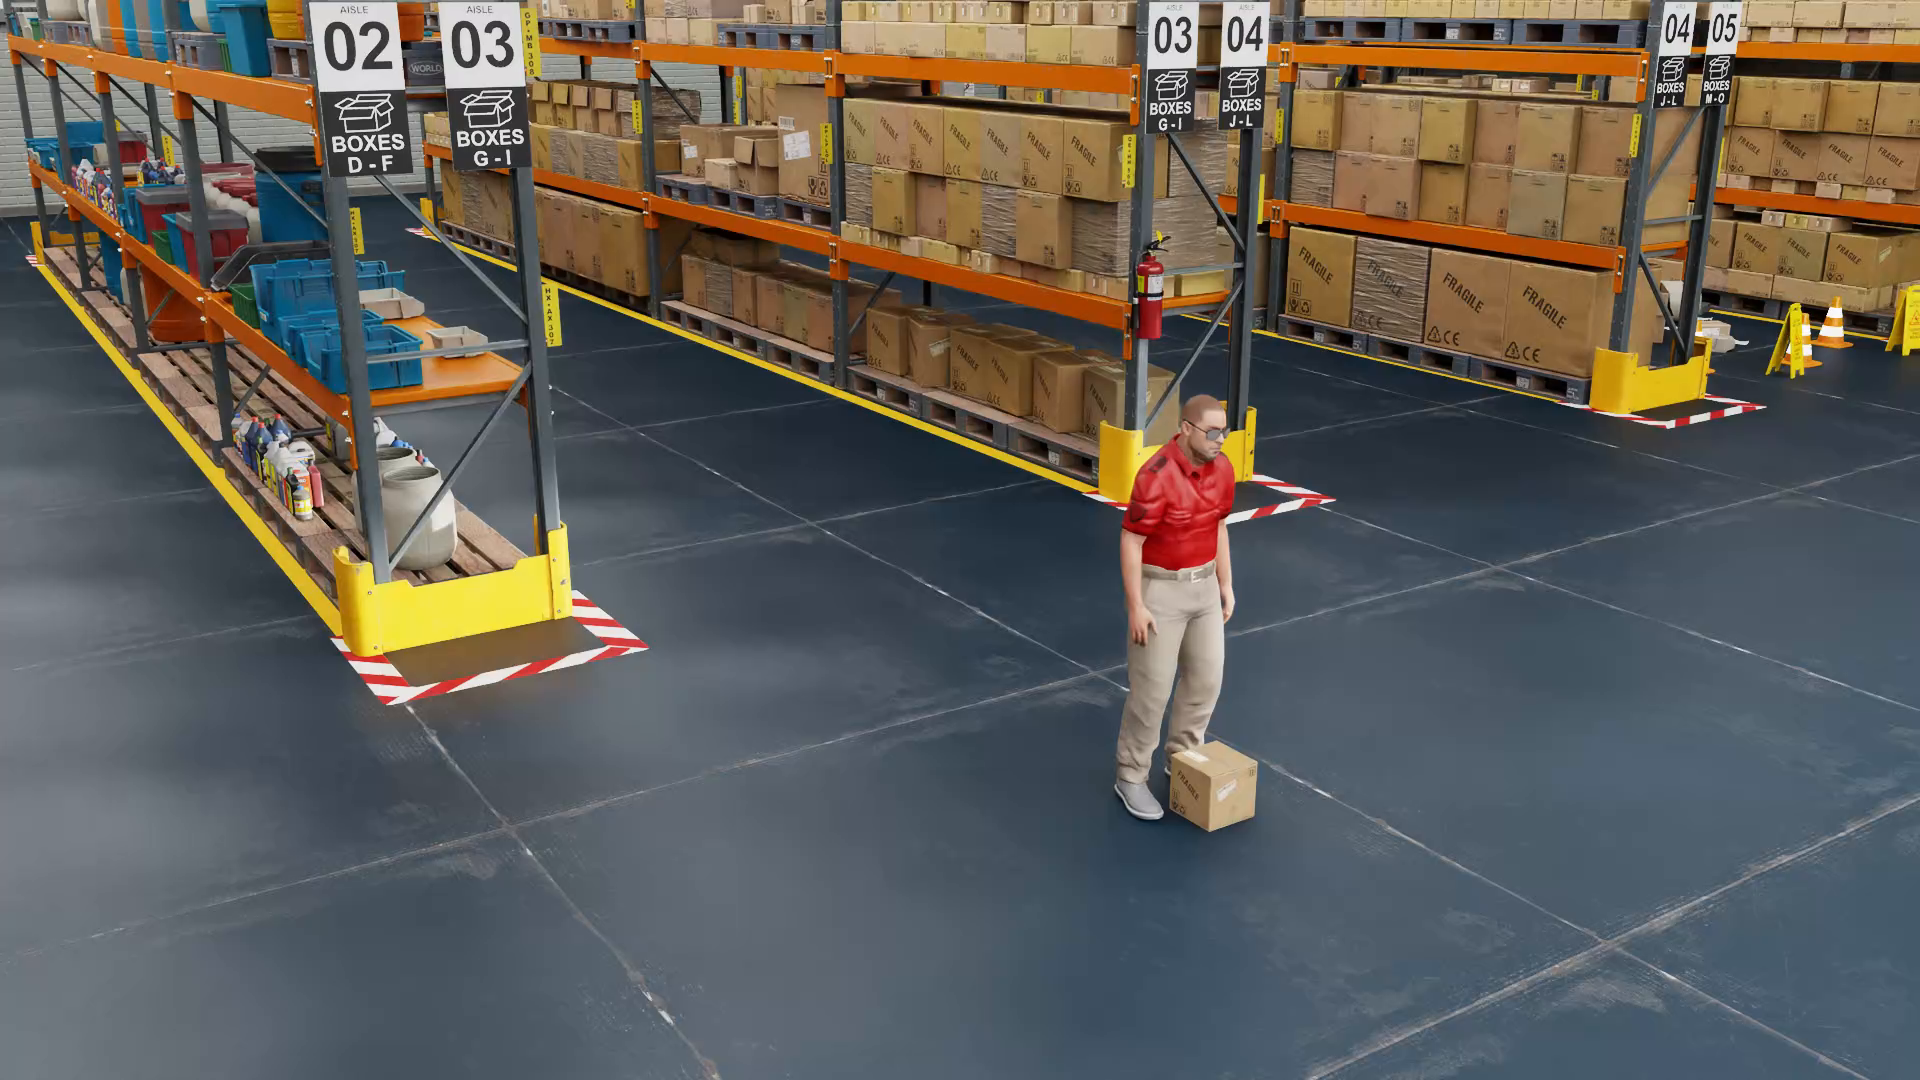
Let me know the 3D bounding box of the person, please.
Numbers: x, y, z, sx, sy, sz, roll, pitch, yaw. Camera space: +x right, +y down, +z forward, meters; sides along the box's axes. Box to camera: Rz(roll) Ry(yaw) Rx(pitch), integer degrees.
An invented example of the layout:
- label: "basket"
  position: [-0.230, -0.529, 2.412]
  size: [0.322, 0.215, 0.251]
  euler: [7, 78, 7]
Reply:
- label: "person"
  position: [0.892, 0.246, 6.819]
  size: [0.585, 1.726, 0.396]
  euler: [-11, 21, -31]
